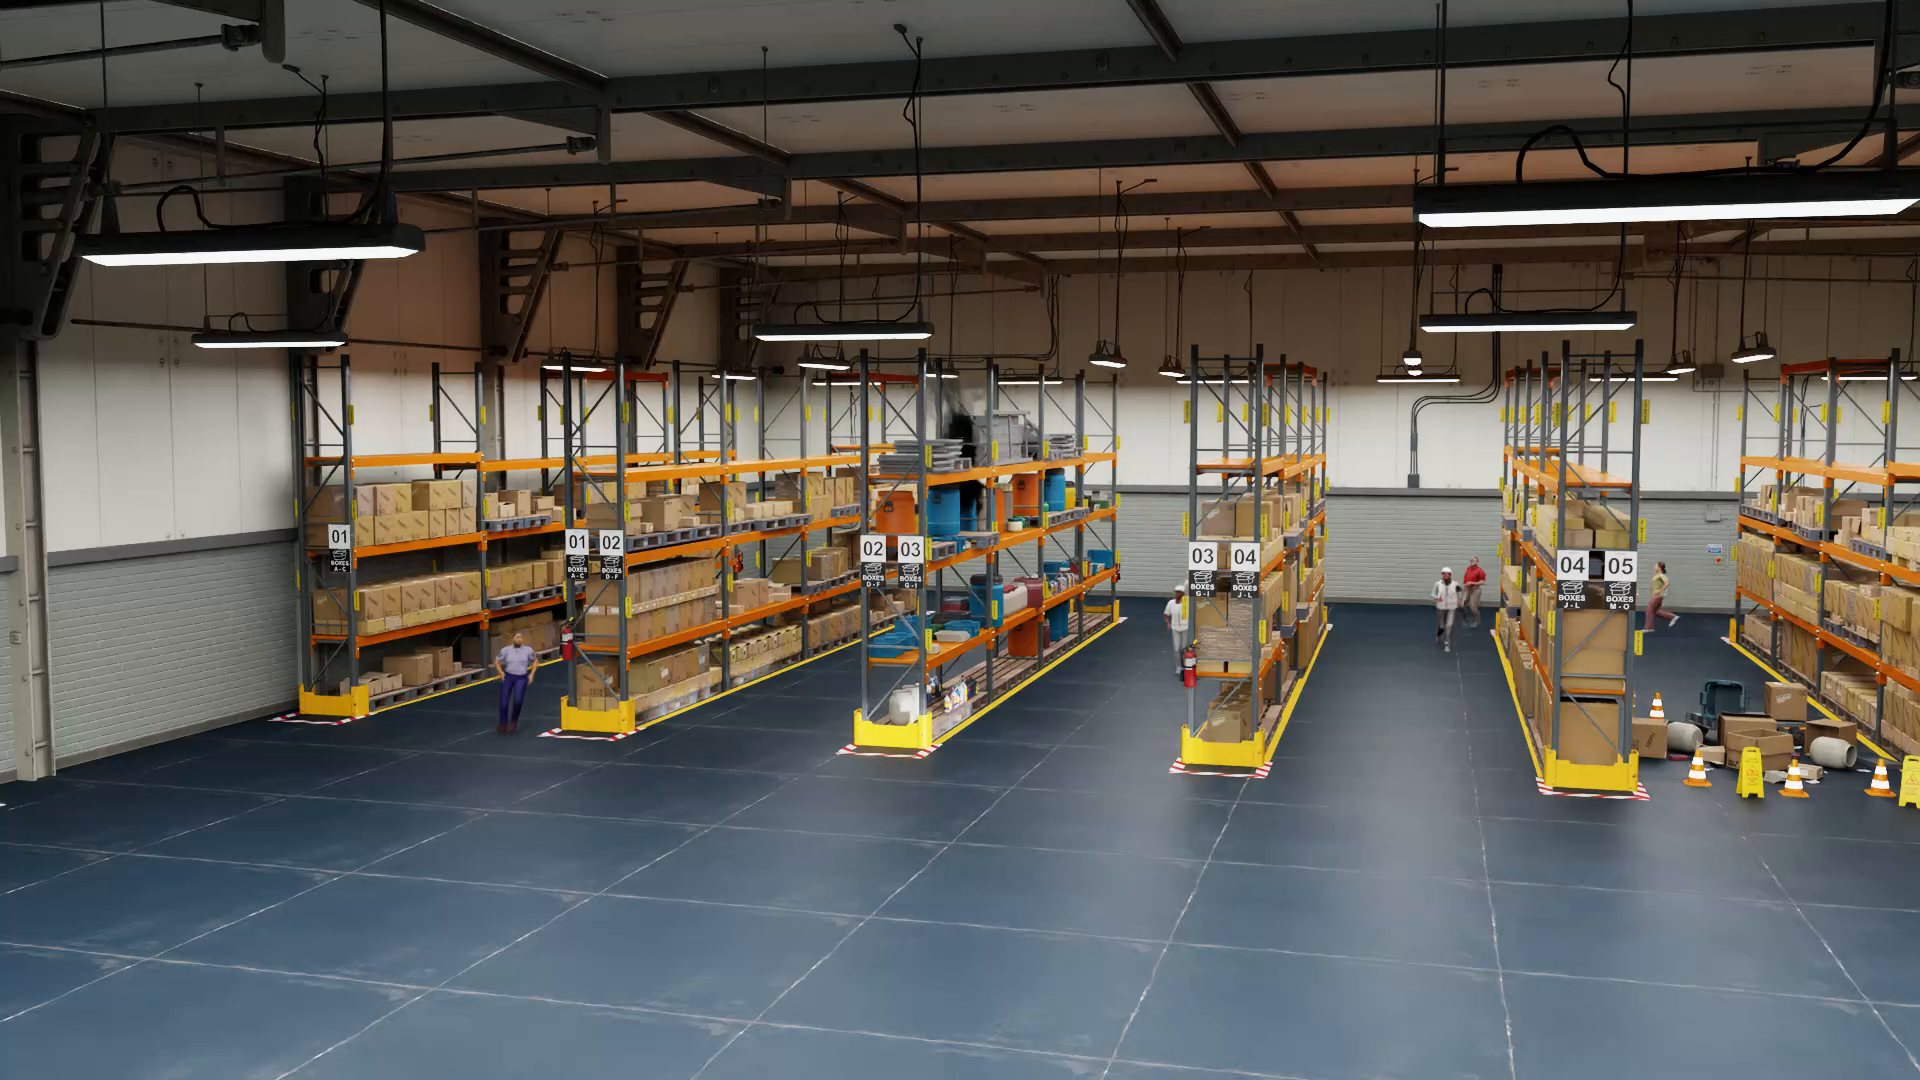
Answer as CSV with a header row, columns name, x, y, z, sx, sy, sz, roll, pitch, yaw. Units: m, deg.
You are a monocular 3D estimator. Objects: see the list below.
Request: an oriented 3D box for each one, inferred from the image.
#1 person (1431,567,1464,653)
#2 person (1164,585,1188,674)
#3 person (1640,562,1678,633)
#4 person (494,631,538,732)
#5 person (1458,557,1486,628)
name,x,y,z,sx,sy,sz,roll,pitch,yaw
person,10.382,1.463,35.460,0.669,1.781,0.954,1,4,17
person,4.295,1.731,32.220,0.714,1.730,0.661,2,5,22
person,16.112,1.323,38.258,0.822,1.659,0.579,1,5,19
person,-7.018,2.235,26.281,0.667,1.600,0.598,-1,4,-11
person,12.018,1.251,38.997,0.704,1.736,0.637,-3,5,-35
